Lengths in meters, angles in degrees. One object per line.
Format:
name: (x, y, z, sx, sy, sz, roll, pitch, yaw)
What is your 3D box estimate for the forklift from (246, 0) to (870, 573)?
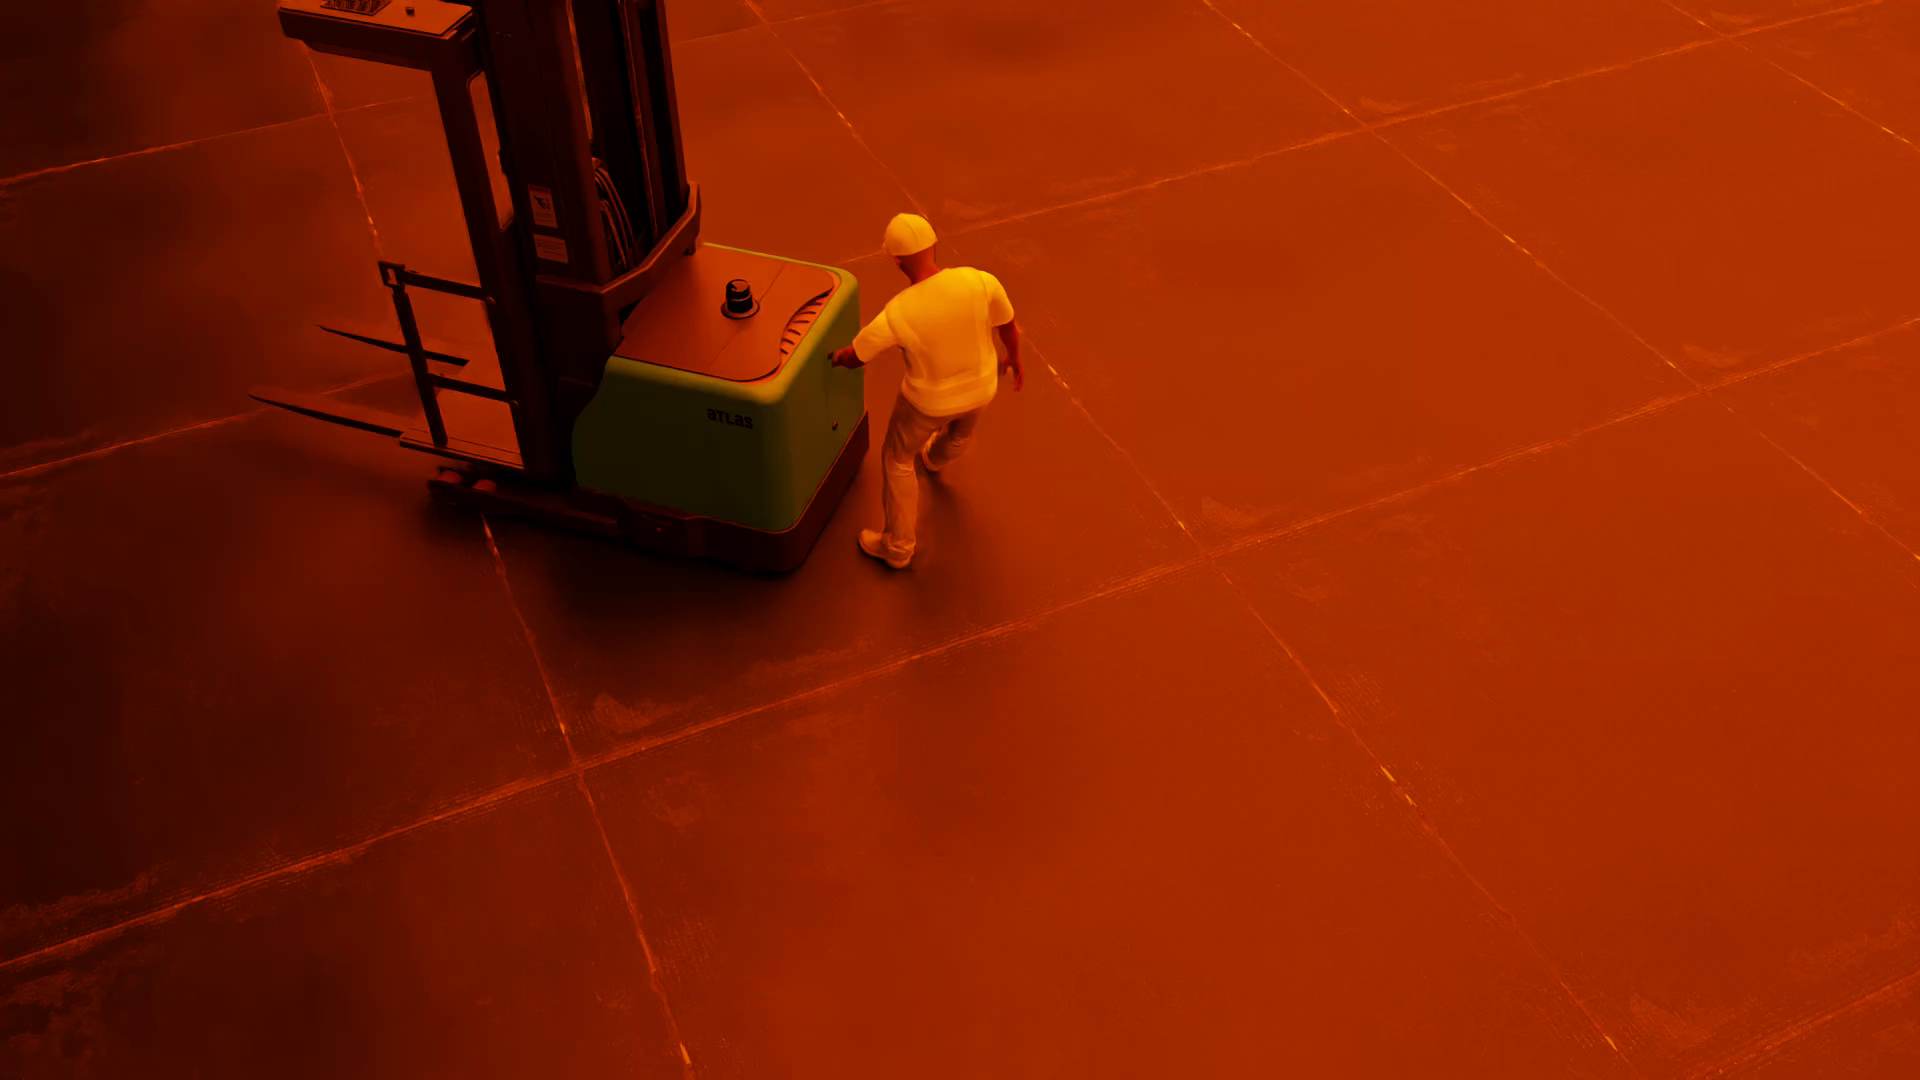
forklift: (-2.021, -1.525, 7.315, 3.031, 2.935, 1.130, 13, 45, 14)

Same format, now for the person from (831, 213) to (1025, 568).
person: (-0.173, -0.808, 7.476, 0.835, 1.670, 0.880, -16, 45, -17)
